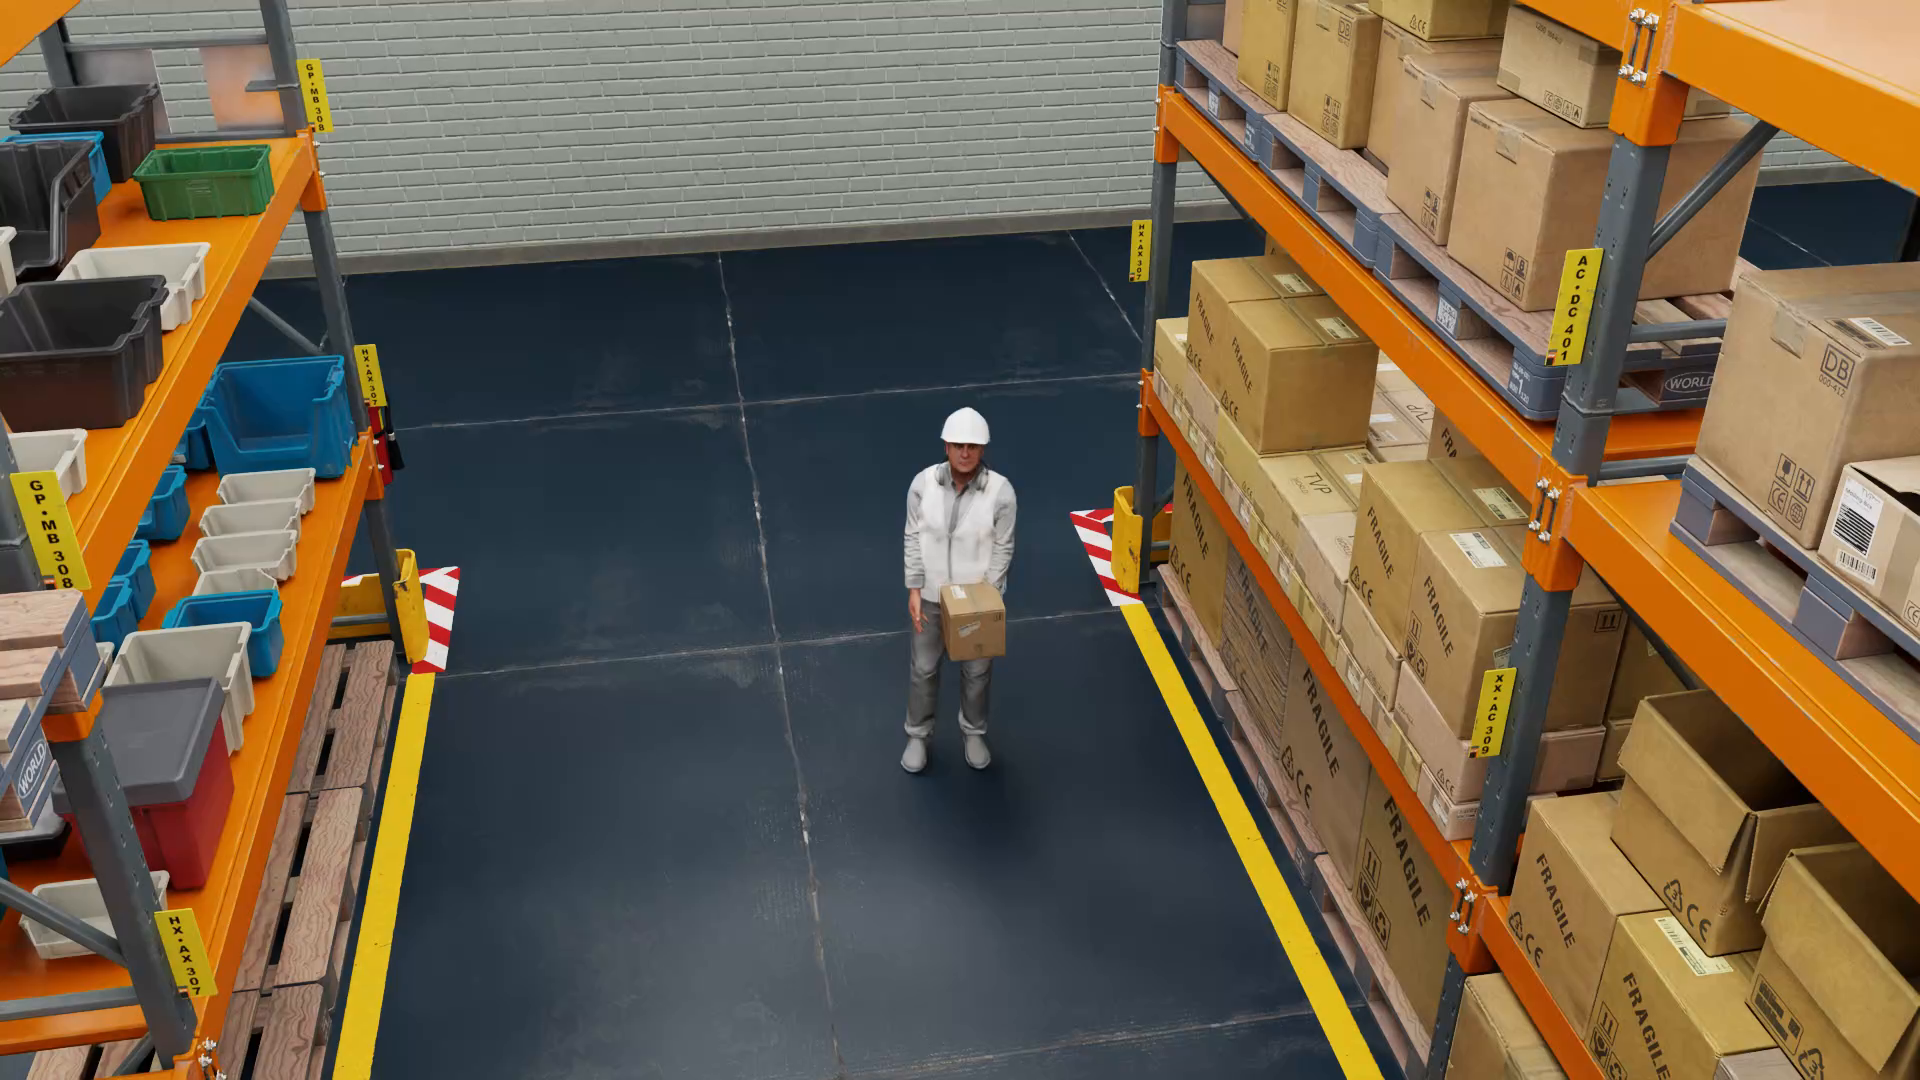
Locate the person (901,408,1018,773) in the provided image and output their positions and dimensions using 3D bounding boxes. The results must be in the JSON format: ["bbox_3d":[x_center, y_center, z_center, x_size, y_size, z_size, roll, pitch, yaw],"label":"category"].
[{"bbox_3d":[-0.010,0.262,7.662,0.516,1.776,0.521,6,31,9],"label":"person"}]
